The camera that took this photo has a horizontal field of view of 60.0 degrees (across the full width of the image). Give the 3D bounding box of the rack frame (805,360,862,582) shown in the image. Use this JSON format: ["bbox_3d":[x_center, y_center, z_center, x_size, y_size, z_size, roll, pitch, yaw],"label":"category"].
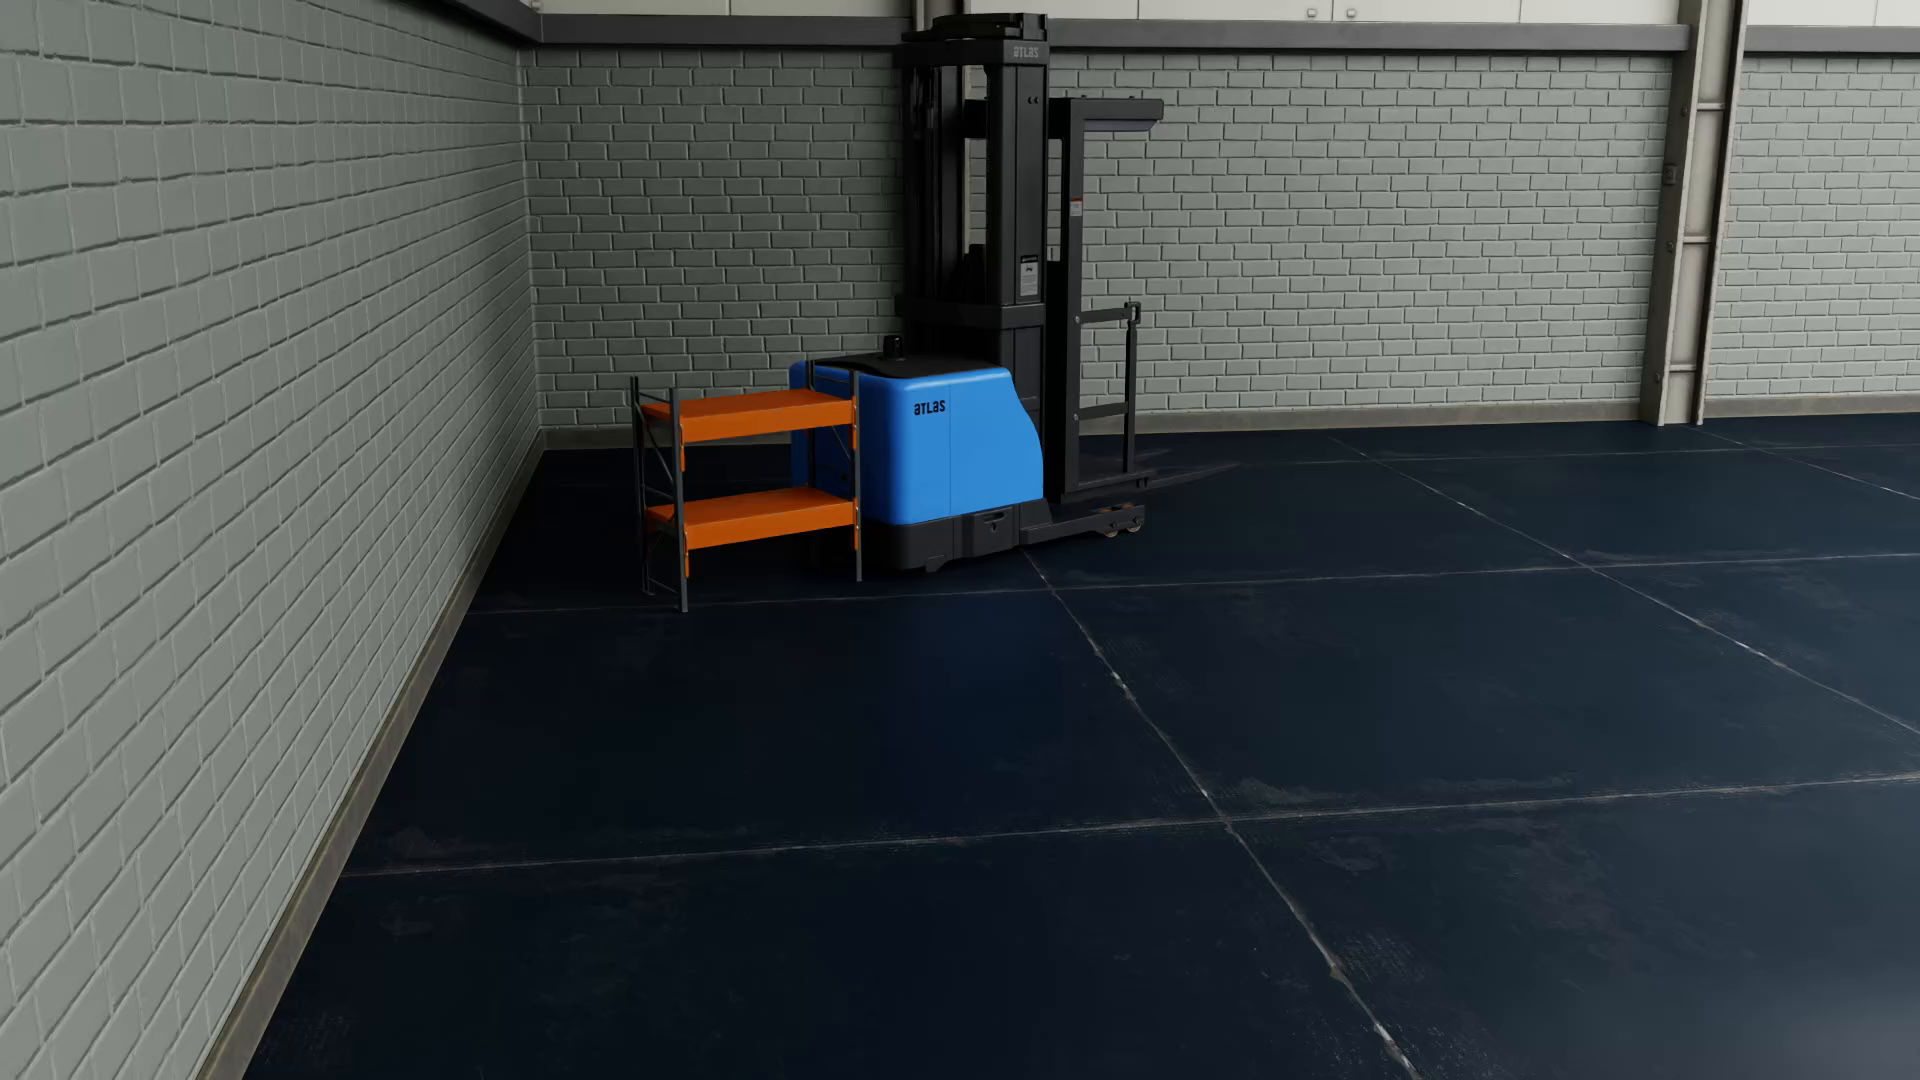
[{"bbox_3d":[-0.678,-0.375,8.904,0.032,1.125,0.500,-10,17,-34],"label":"rack frame"}]

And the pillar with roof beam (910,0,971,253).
[{"bbox_3d":[0.500,-4.077,7.478,0.400,9.000,9.100,-2,14,-8],"label":"pillar with roof beam"}]

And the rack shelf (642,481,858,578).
[{"bbox_3d":[-1.095,-0.067,8.681,1.000,0.278,0.538,-10,17,-34],"label":"rack shelf"}]

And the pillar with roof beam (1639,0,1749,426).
[{"bbox_3d":[6.433,-4.294,8.345,0.400,9.000,9.100,-2,14,-8],"label":"pillar with roof beam"}]

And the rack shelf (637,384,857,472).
[{"bbox_3d":[-1.095,-0.588,8.551,1.000,0.278,0.538,-10,17,-34],"label":"rack shelf"}]

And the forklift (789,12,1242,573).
[{"bbox_3d":[0.472,-1.522,9.766,3.031,2.935,1.130,-12,18,-40],"label":"forklift"}]

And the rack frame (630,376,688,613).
[{"bbox_3d":[-1.512,-0.233,8.339,0.032,1.125,0.500,-10,17,-34],"label":"rack frame"}]

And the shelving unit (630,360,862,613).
[{"bbox_3d":[-1.095,-0.304,8.622,1.048,1.125,0.538,-10,17,-34],"label":"shelving unit"}]
